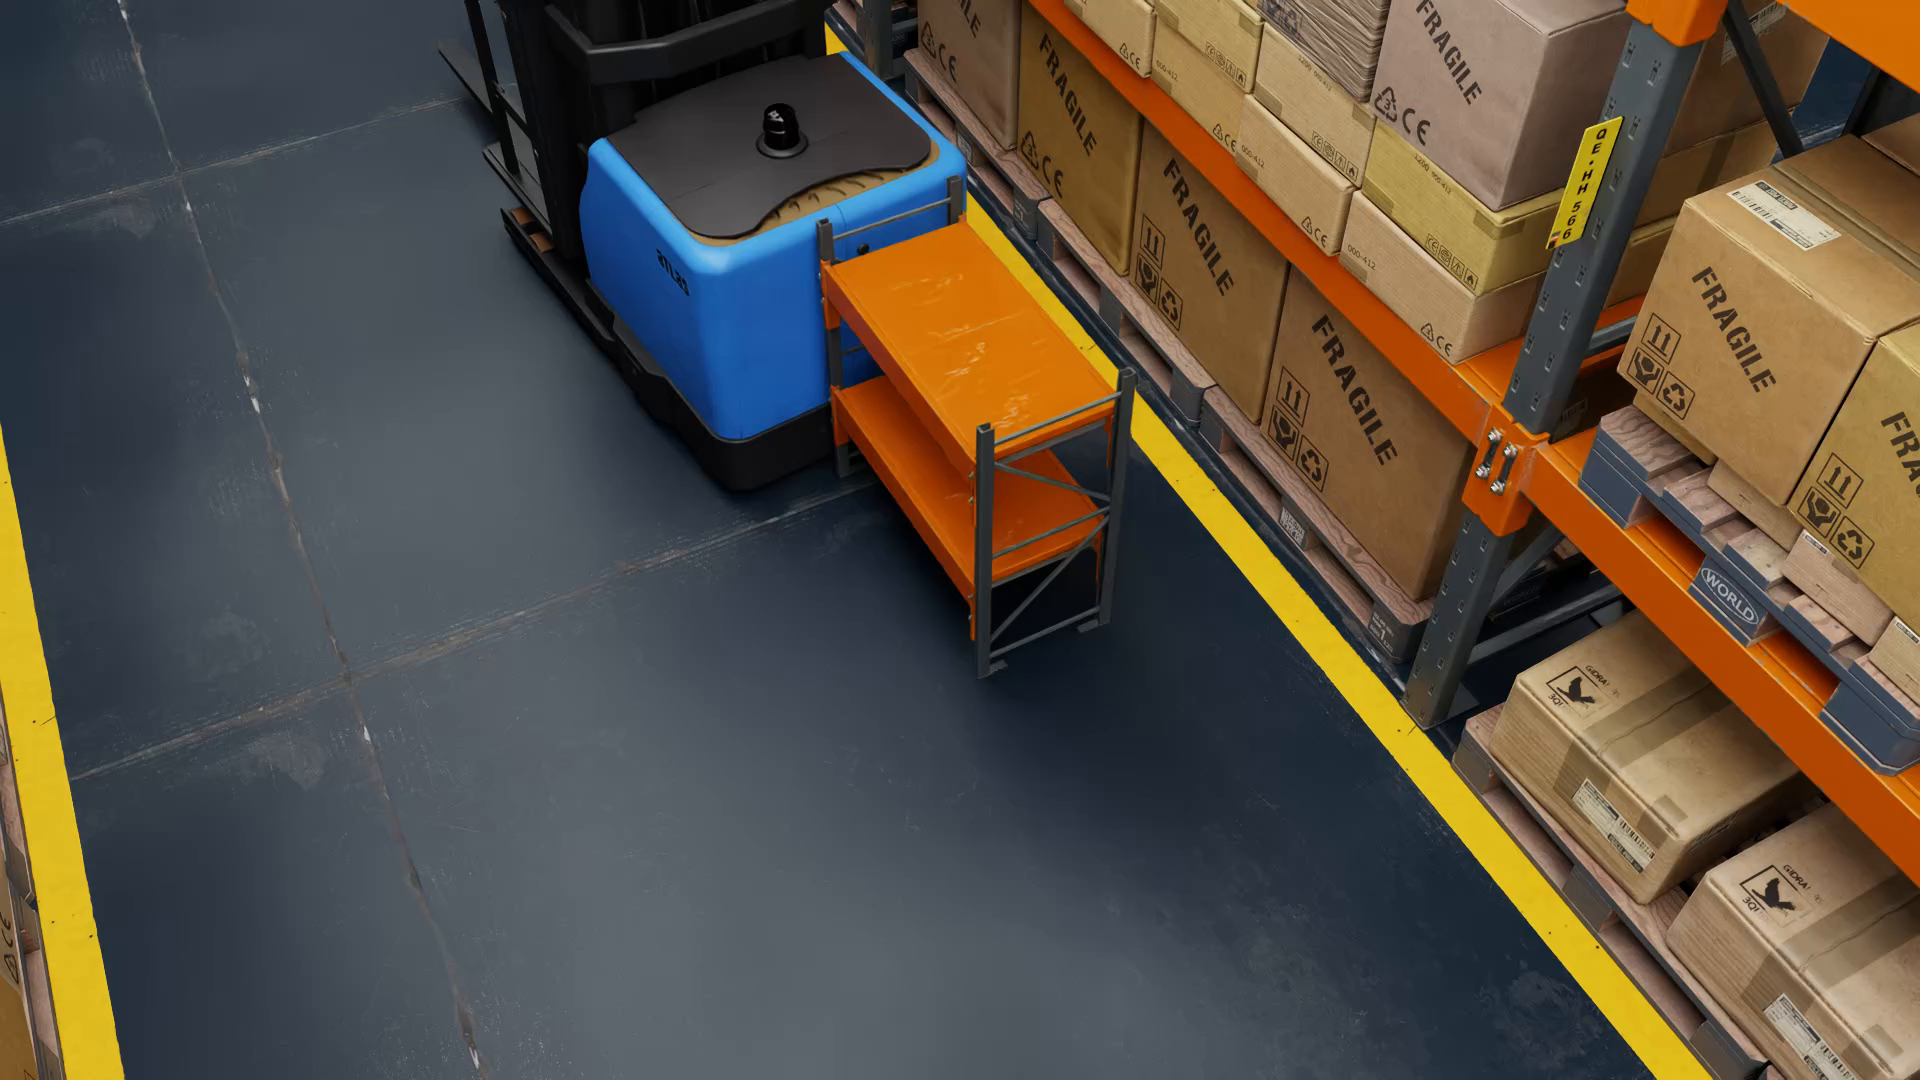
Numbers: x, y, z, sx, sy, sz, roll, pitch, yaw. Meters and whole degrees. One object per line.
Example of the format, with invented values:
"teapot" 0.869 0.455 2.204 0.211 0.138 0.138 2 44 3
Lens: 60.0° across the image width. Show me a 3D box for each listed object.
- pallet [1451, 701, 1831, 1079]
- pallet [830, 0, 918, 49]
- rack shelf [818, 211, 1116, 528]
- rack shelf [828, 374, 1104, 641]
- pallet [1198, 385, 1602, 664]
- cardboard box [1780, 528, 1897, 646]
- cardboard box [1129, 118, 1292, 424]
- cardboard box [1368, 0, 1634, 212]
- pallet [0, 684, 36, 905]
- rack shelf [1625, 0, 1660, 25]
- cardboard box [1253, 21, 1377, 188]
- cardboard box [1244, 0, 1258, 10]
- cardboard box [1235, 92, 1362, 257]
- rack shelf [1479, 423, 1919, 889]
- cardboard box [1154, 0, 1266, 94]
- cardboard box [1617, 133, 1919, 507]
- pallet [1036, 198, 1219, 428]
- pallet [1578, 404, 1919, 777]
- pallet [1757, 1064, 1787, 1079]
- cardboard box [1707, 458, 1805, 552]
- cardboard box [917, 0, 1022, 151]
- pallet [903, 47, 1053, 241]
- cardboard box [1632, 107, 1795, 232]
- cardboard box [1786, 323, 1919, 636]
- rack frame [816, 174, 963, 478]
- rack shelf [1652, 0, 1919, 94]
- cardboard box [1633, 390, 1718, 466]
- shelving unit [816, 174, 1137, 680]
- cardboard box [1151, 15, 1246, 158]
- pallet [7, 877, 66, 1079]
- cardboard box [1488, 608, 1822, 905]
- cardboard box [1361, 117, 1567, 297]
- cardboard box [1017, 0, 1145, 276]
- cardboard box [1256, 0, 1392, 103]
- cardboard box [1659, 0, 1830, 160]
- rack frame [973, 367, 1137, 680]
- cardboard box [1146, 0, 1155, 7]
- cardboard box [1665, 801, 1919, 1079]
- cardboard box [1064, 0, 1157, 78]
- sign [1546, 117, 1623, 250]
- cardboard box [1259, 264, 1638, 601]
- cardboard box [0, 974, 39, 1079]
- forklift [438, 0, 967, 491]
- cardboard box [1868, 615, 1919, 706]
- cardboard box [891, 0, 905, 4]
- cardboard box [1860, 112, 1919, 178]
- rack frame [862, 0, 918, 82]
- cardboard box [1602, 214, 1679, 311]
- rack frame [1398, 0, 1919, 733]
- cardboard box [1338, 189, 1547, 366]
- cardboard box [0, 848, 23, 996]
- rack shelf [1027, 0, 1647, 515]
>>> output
"pallet" 2.225 0.846 4.870 1.003 0.211 1.213 -21 52 -18
"pallet" -0.240 -2.891 8.138 1.003 0.211 1.213 -21 52 -18
"rack shelf" 0.026 -0.547 5.092 0.538 0.278 1.000 -22 52 -18
"rack shelf" 0.026 -0.194 5.497 0.538 0.278 1.000 -22 52 -18
"pallet" 1.575 -0.231 5.812 1.003 0.211 1.213 -21 52 -18
"cardboard box" 2.036 0.030 3.619 0.380 0.149 0.250 -24 53 -20
"cardboard box" 1.222 -1.124 5.873 0.875 0.875 0.875 -21 52 -17
"cardboard box" 1.399 -1.214 4.088 0.500 0.500 0.500 -22 53 -18
"pallet" -3.397 0.756 4.948 1.003 0.211 1.213 -21 52 -18
"rack shelf" 0.953 -2.685 4.591 1.077 0.370 4.000 -21 52 -18
"cardboard box" 1.183 -1.289 4.652 0.500 0.250 0.500 -22 53 -18
"cardboard box" 0.936 -1.889 4.679 0.500 0.500 0.500 -21 52 -17
"cardboard box" 1.159 -1.132 4.847 0.500 0.250 0.500 -20 52 -17
"rack shelf" 2.784 0.980 3.378 1.077 0.370 4.000 -21 52 -18
"cardboard box" 0.931 -1.625 4.946 0.500 0.250 0.500 -22 53 -18
"cardboard box" 1.869 -0.484 3.637 0.500 0.500 0.500 -23 53 -19
"pallet" 1.021 -1.047 6.525 1.003 0.211 1.213 -21 52 -18
"pallet" 2.289 -0.092 3.965 1.213 0.211 1.003 -21 52 -18
"pallet" 2.779 1.661 4.157 1.003 0.211 1.213 -21 52 -18
"cardboard box" 1.951 -0.169 3.793 0.380 0.149 0.250 -24 53 -20
"cardboard box" 0.393 -2.324 6.922 0.875 0.875 0.875 -20 52 -16
"pallet" 0.458 -1.864 7.240 1.003 0.211 1.213 -21 52 -18
"cardboard box" 1.856 -1.135 4.517 0.500 0.250 0.500 -22 52 -18
"cardboard box" 2.113 -0.137 3.334 0.500 0.500 0.500 -19 51 -16
"rack frame" -0.218 -0.690 5.606 0.500 1.125 0.032 -22 52 -18
"rack shelf" 2.784 -0.008 2.249 1.077 0.370 4.000 -21 52 -18
"cardboard box" 1.852 -0.370 3.968 0.380 0.149 0.250 -24 53 -20
"shelving unit" 0.026 -0.354 5.313 0.538 1.125 1.048 -22 52 -18
"cardboard box" 0.942 -1.474 5.146 0.500 0.250 0.500 -22 52 -18
"pallet" -2.843 1.572 4.235 1.003 0.211 1.213 -21 52 -18
"cardboard box" 2.118 0.513 4.775 0.950 0.372 0.625 -24 53 -20
"cardboard box" 1.421 -0.947 4.353 0.500 0.250 0.500 -21 52 -18
"cardboard box" 0.813 -1.722 6.396 0.875 0.875 0.875 -20 52 -16
"cardboard box" 1.157 -1.554 4.386 0.500 0.500 0.500 -20 52 -17
"cardboard box" 1.860 -1.372 4.227 0.500 0.500 0.500 -23 53 -19
"rack frame" 0.270 -0.019 5.019 0.500 1.125 0.032 -22 52 -18
"cardboard box" 0.693 -1.972 5.250 0.500 0.250 0.500 -23 53 -19
"cardboard box" 2.463 1.004 4.346 0.950 0.372 0.625 -22 52 -18
"cardboard box" 0.684 -1.806 5.436 0.500 0.250 0.500 -22 52 -18
"sign" 1.377 -0.783 3.673 0.100 0.325 0.005 -21 52 -18
"cardboard box" 1.626 -0.525 5.349 0.875 0.875 0.875 -22 52 -18
"cardboard box" -2.583 1.300 4.001 0.500 0.500 0.500 -23 53 -19
"forklift" -1.200 -2.224 5.748 1.130 2.935 3.031 -27 54 -22
"cardboard box" 2.143 0.221 3.451 0.380 0.149 0.250 -21 52 -17
"cardboard box" -0.154 -3.025 7.826 0.875 0.438 0.875 -22 52 -18
"cardboard box" 2.324 -0.656 3.788 0.500 0.500 0.500 -23 53 -19
"rack frame" 0.038 -3.273 6.620 1.000 3.000 0.127 -21 52 -18
"cardboard box" 1.868 -0.960 4.697 0.500 0.250 0.500 -22 52 -18
"rack frame" 1.869 -0.596 4.278 1.000 3.000 0.127 -21 52 -18
"cardboard box" 1.406 -0.795 4.552 0.500 0.250 0.500 -23 53 -19
"cardboard box" -2.817 0.965 4.295 0.500 0.500 0.500 -21 52 -17
"rack shelf" 0.953 -1.697 5.720 1.077 0.370 4.000 -21 52 -18
